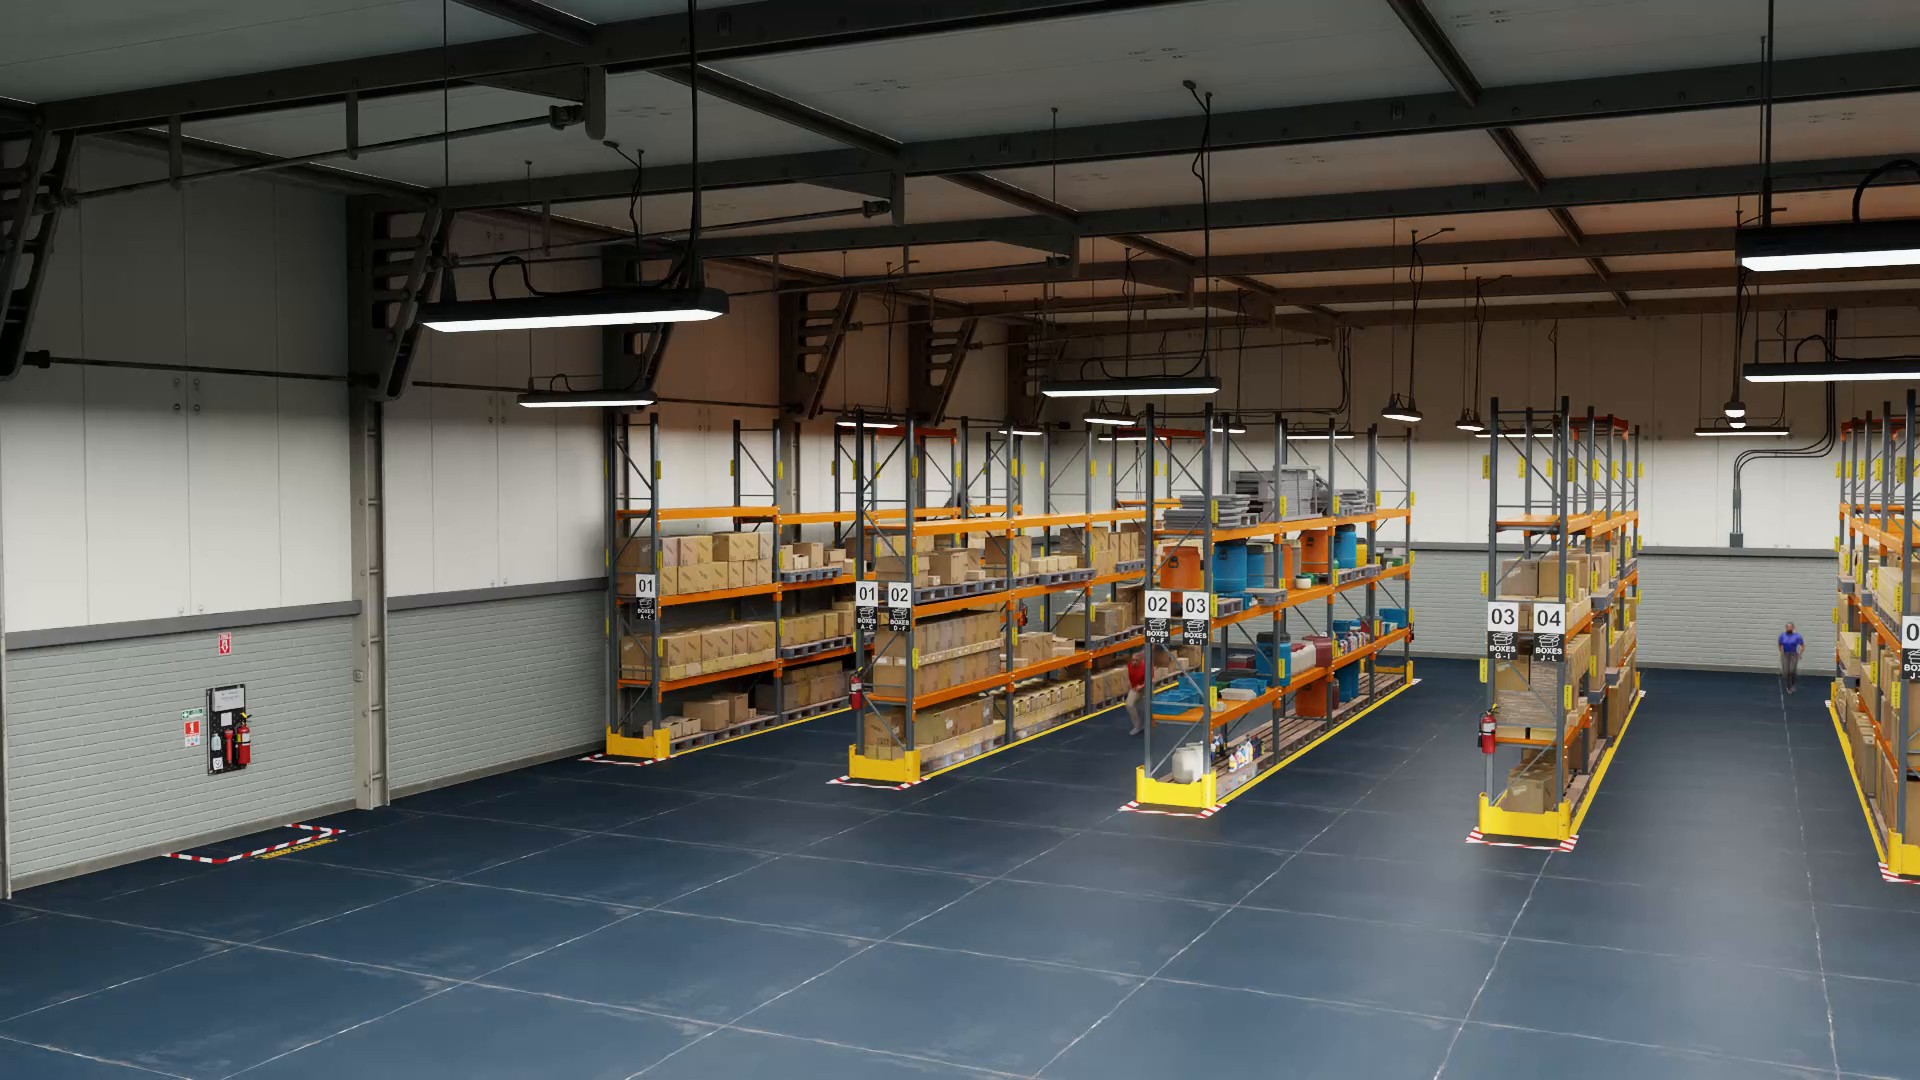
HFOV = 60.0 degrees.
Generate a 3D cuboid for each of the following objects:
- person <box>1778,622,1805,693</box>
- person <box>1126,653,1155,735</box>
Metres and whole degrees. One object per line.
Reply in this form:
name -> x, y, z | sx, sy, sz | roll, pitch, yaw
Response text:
person -> 18.566, 2.630, 37.177 | 0.526, 1.601, 0.684 | 2, 3, 36
person -> 3.464, 2.882, 31.589 | 0.684, 1.565, 1.091 | 1, 3, 29
